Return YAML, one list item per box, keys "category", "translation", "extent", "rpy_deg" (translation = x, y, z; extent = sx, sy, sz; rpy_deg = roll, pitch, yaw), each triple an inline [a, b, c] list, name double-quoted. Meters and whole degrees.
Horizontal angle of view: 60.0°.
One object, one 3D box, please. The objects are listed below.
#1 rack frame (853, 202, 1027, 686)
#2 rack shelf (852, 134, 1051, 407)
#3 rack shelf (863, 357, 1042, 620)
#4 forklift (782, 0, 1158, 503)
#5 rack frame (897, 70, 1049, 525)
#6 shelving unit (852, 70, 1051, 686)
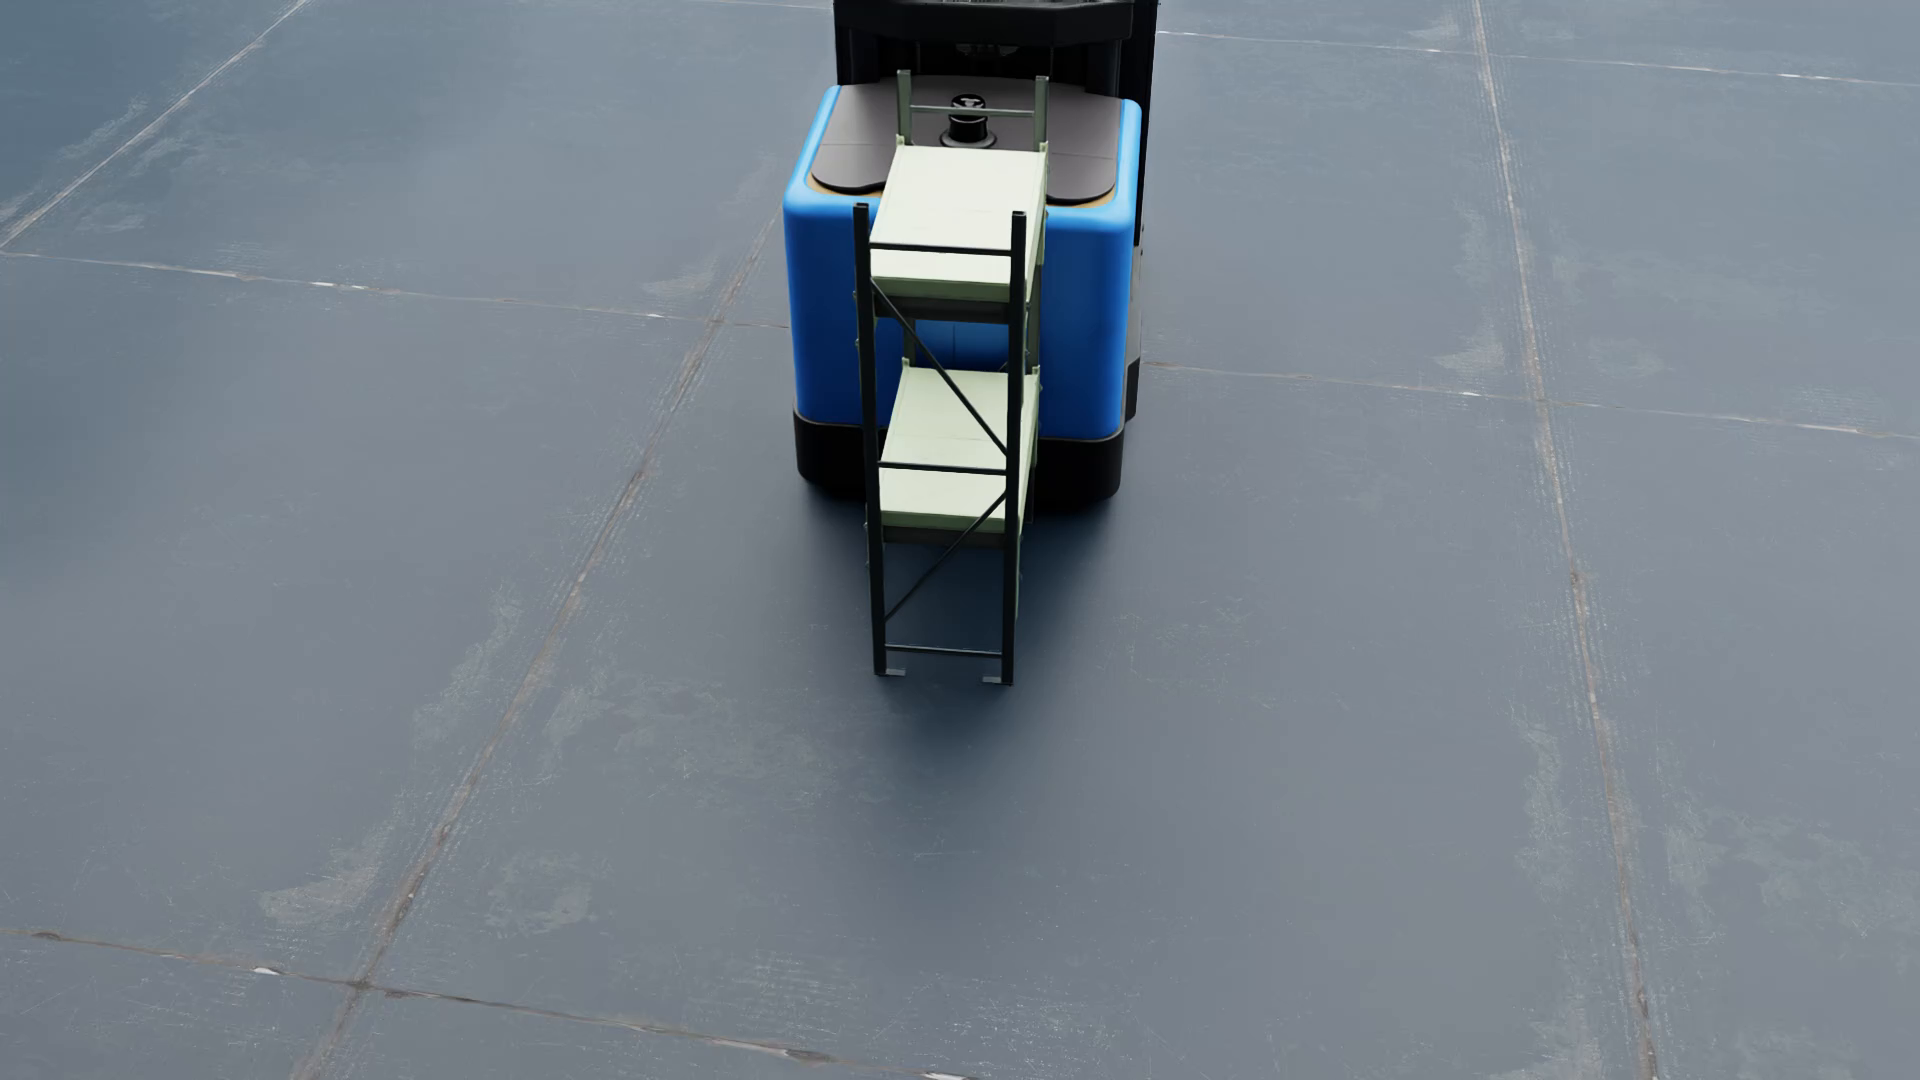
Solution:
- category: "rack frame"
  translation: [-0.047, -0.182, 4.293]
  extent: [0.400, 1.500, 0.023]
  rpy_deg: [4, 40, 5]
- category: "rack shelf"
  translation: [-0.007, -0.715, 4.325]
  extent: [0.431, 0.370, 0.720]
  rpy_deg: [4, 40, 5]
- category: "rack shelf"
  translation: [-0.007, -0.163, 4.781]
  extent: [0.431, 0.370, 0.720]
  rpy_deg: [4, 40, 5]
- category: "forklift"
  translation: [0.146, -2.181, 5.587]
  extent: [1.130, 2.935, 3.031]
  rpy_deg: [4, 40, 5]
- category: "rack frame"
  translation: [0.033, -0.646, 4.854]
  extent: [0.400, 1.500, 0.023]
  rpy_deg: [4, 40, 5]
- category: "shelving unit"
  translation: [-0.007, -0.414, 4.574]
  extent: [0.431, 1.500, 0.755]
  rpy_deg: [4, 40, 5]
